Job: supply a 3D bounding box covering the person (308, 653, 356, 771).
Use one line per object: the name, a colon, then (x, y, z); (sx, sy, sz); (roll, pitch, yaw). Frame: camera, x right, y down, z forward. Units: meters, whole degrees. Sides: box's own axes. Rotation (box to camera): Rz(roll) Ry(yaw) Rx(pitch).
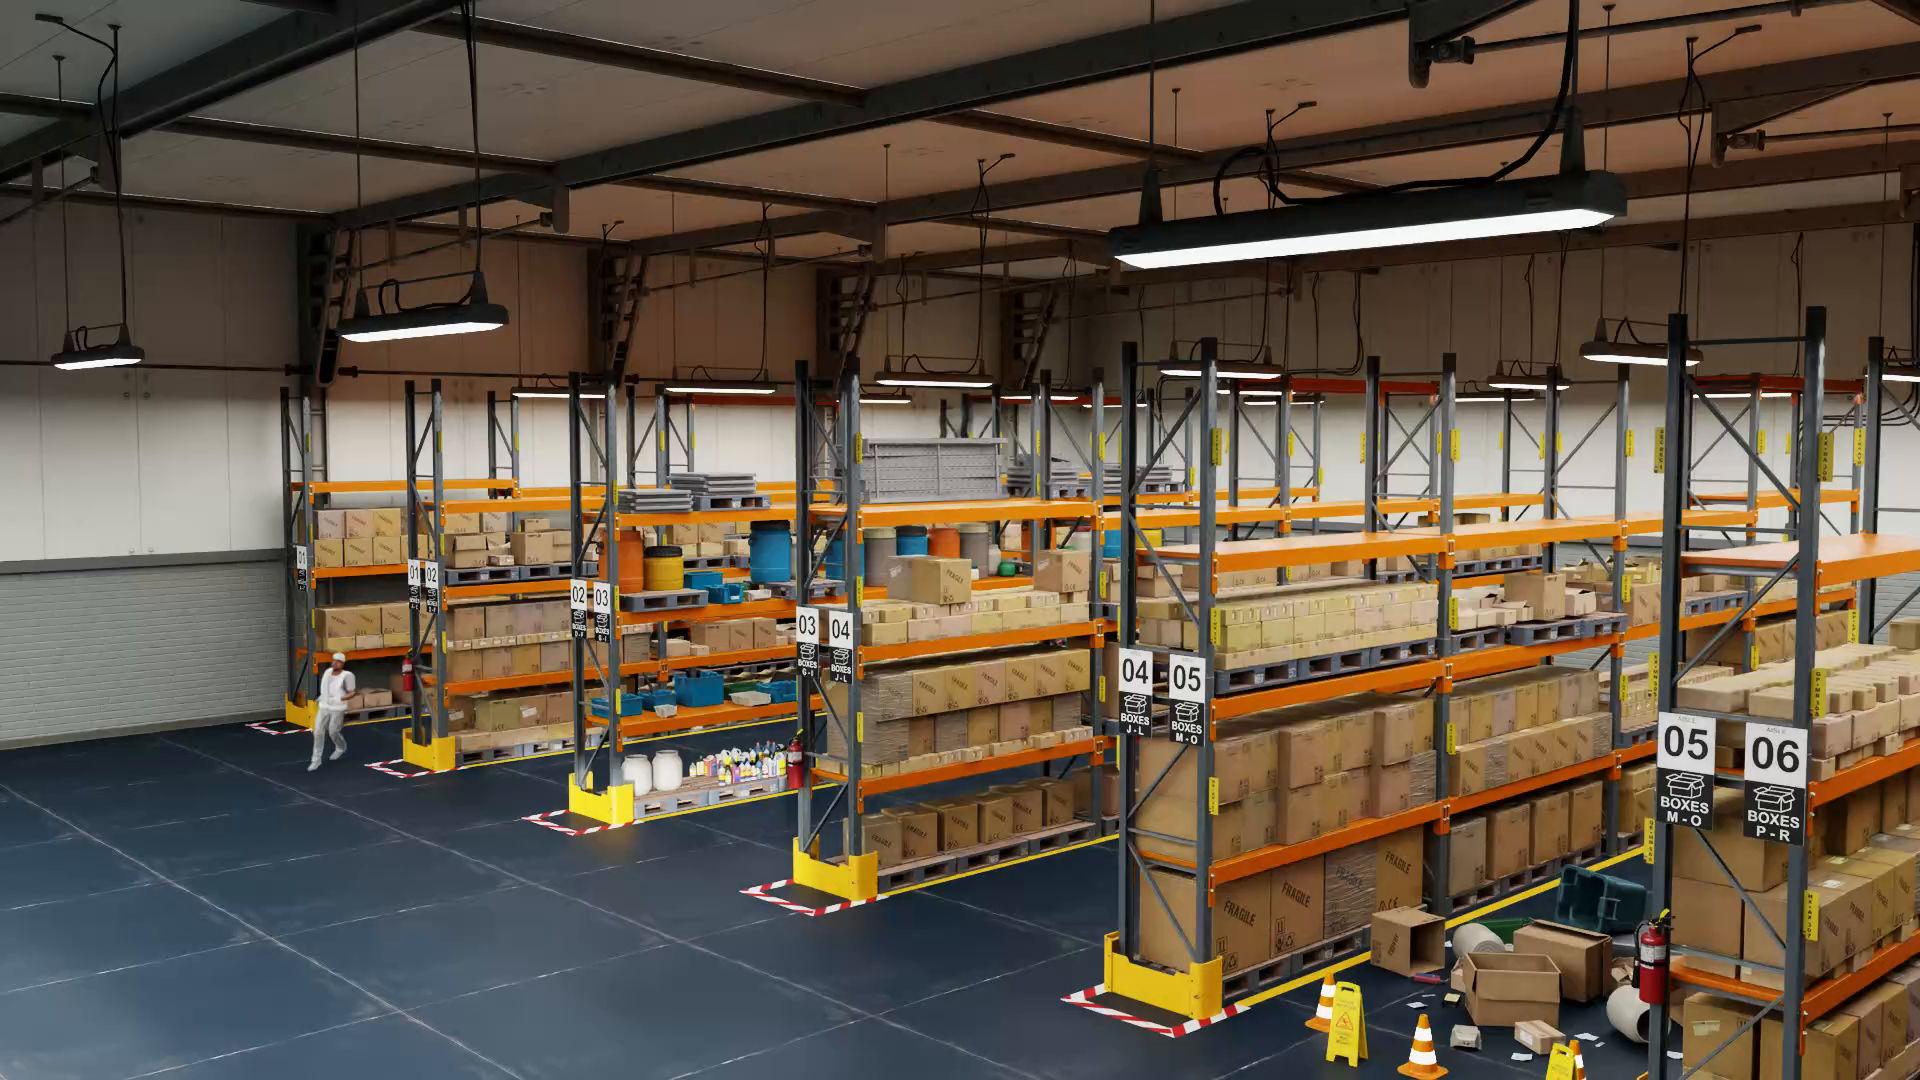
person: (-9.708, 2.626, 25.752); (0.724, 1.765, 0.914); (1, 4, 11)
